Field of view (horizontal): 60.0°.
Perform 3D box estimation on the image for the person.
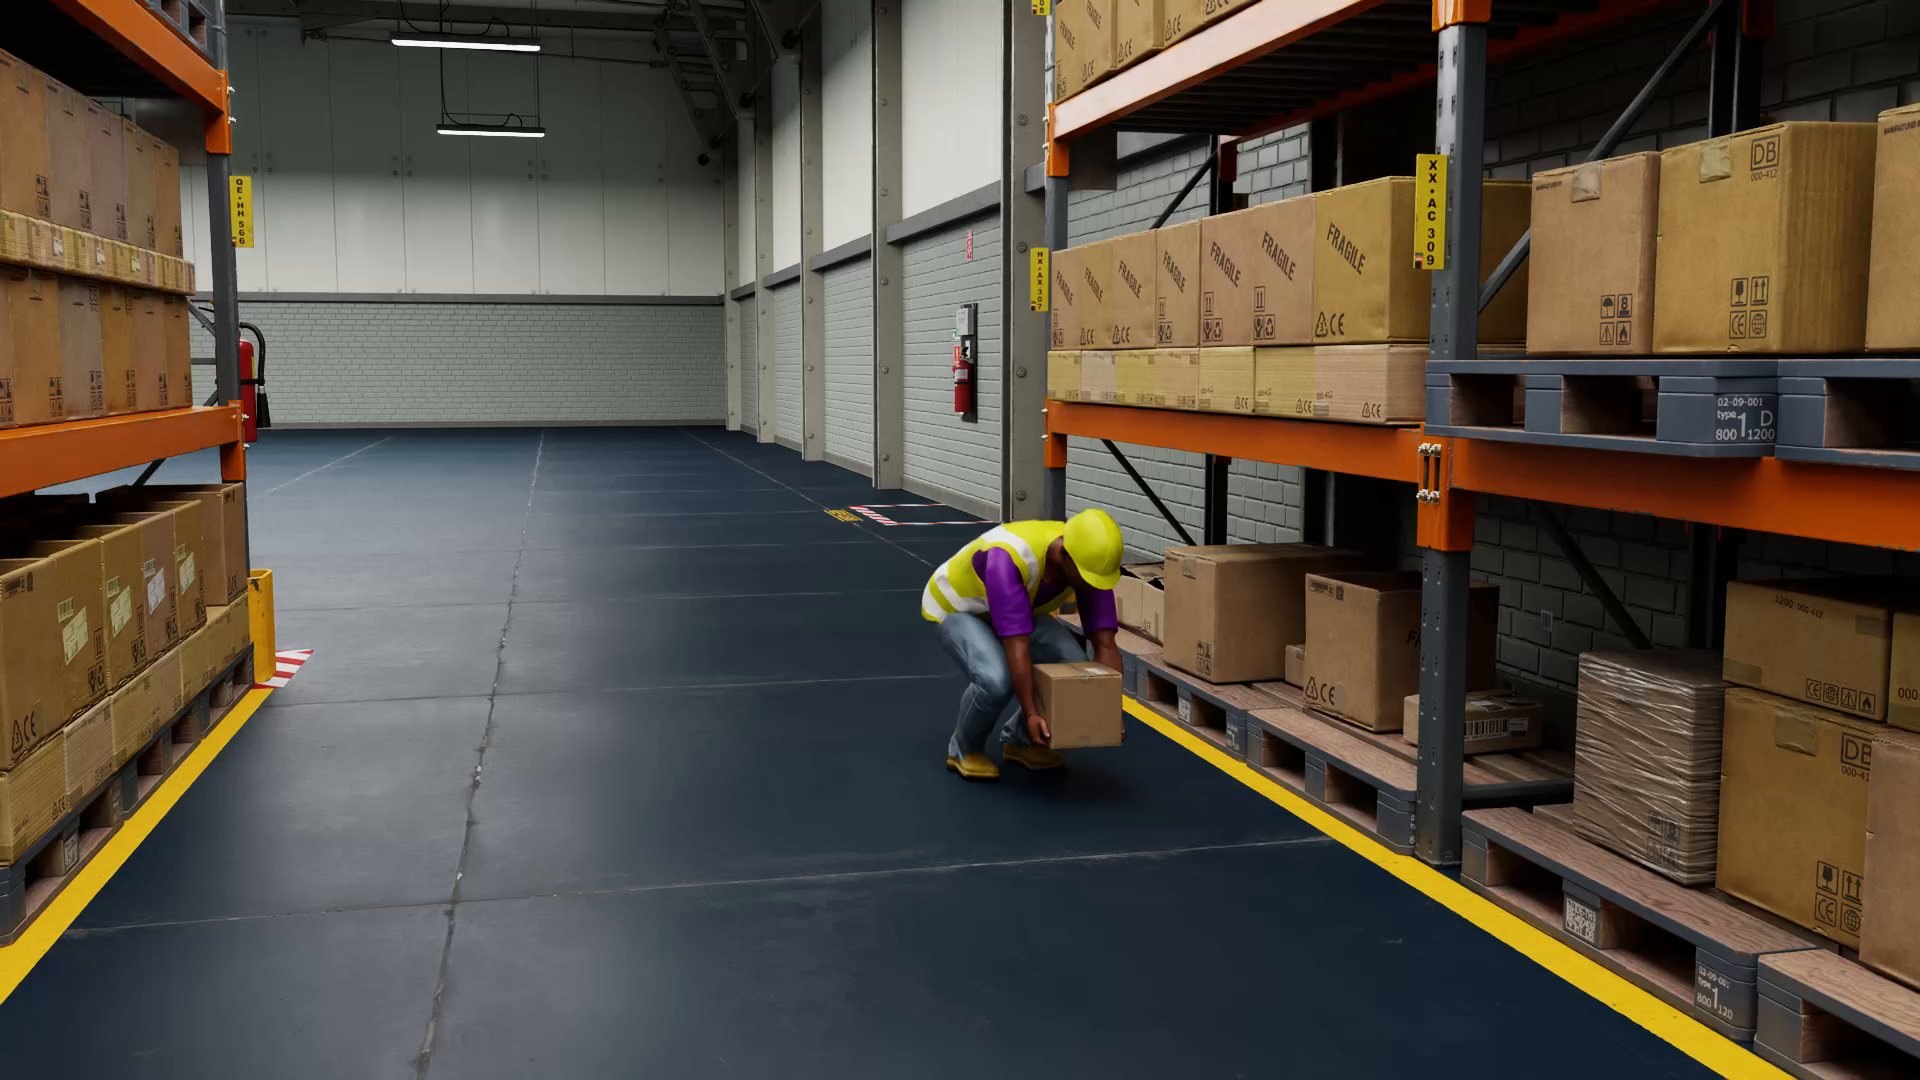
[{"bbox_3d":[0.256,0.365,6.009,0.532,1.011,0.927,-4,7,-32],"label":"person"}]
